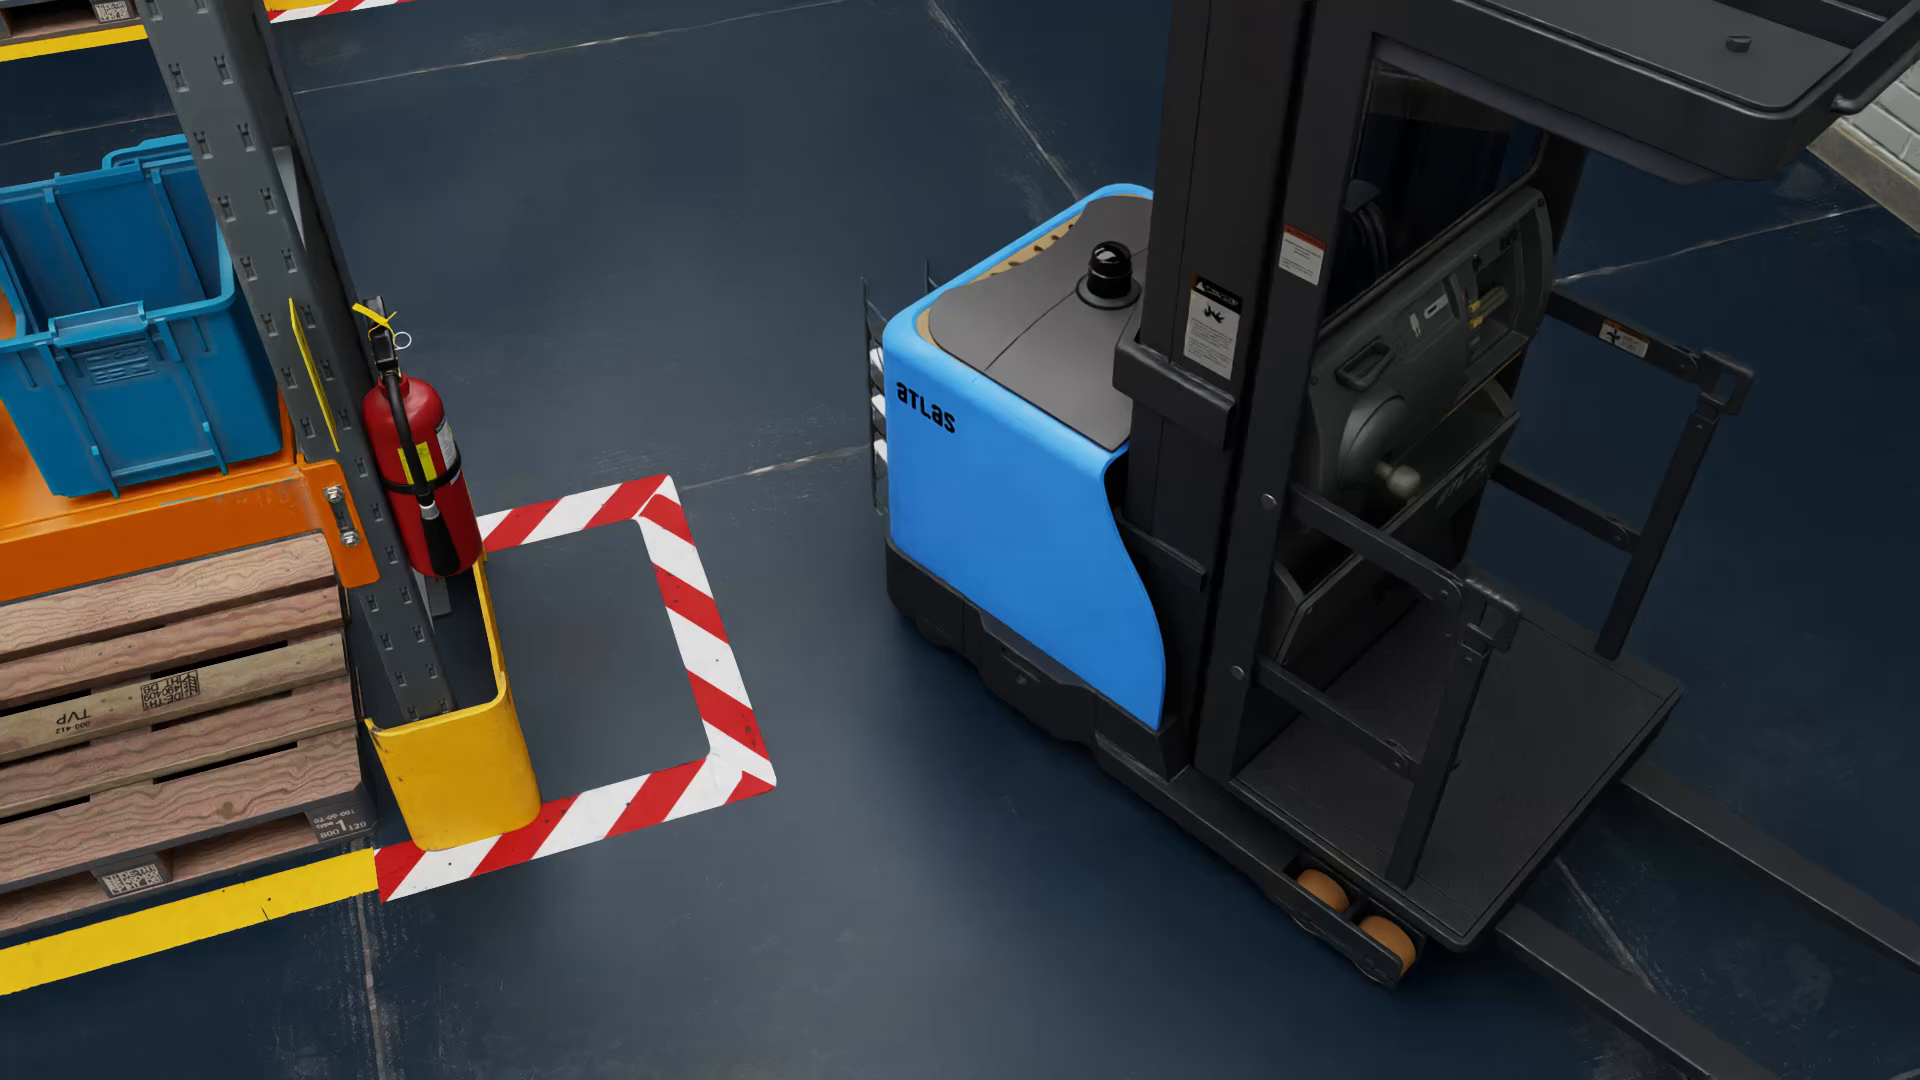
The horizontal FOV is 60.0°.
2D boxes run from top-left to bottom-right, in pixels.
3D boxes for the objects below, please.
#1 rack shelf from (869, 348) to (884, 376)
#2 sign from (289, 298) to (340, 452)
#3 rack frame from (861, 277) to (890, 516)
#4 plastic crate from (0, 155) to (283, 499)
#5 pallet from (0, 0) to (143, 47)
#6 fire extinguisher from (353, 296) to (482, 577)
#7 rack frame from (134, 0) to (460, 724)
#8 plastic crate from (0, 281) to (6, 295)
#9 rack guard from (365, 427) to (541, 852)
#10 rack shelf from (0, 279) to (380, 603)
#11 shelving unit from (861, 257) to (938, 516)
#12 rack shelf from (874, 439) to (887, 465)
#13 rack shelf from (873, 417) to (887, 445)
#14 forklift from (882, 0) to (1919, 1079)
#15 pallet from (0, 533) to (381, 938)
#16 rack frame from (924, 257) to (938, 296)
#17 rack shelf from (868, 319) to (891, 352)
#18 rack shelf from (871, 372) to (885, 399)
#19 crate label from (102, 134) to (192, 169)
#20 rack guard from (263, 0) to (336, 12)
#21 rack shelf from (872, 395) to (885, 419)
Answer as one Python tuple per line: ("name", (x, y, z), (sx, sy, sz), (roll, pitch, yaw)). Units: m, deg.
("rack shelf", (-0.132, -0.492, 4.898), (0.200, 0.077, 0.258), (-22, 49, -20))
("sign", (-1.297, -0.327, 3.343), (0.005, 0.325, 0.100), (-14, 47, -14))
("rack frame", (-0.220, -0.353, 4.967), (0.006, 0.900, 0.240), (-22, 49, -20))
("plastic crate", (-1.751, -0.461, 3.524), (0.499, 0.435, 0.616), (-14, 47, -14))
("pallet", (-3.998, -2.738, 7.830), (1.213, 0.211, 1.003), (-14, 47, -14))
("fire extinguisher", (-1.203, -0.207, 3.656), (0.183, 0.674, 0.296), (-14, 47, -14))
("rack frame", (-1.499, -0.632, 3.763), (0.127, 3.000, 1.000), (-14, 47, -14))
("plastic crate", (-2.173, -0.698, 3.972), (0.298, 0.136, 0.250), (-14, 47, -14))
("rack guard", (-1.481, 0.236, 4.662), (0.348, 0.500, 1.175), (-14, 47, -14))
("rack shelf", (-3.380, 0.103, 3.538), (4.000, 0.370, 1.077), (-14, 47, -14))
("shelving unit", (-0.132, -0.388, 5.002), (0.210, 0.900, 0.258), (-22, 49, -20))
("rack shelf", (-0.132, -0.238, 5.153), (0.200, 0.077, 0.258), (-22, 49, -20))
("rack shelf", (-0.132, -0.301, 5.089), (0.200, 0.077, 0.258), (-22, 49, -20))
("forklift", (1.190, -0.356, 3.535), (3.031, 2.935, 1.130), (34, 54, 29))
("pallet", (-2.288, 0.524, 4.578), (1.213, 0.211, 1.003), (-14, 47, -14))
("rack frame", (-0.043, -0.424, 5.037), (0.006, 0.900, 0.240), (-22, 49, -20))
("rack shelf", (-0.132, -0.556, 4.834), (0.200, 0.077, 0.258), (-22, 49, -20))
("rack shelf", (-0.132, -0.428, 4.962), (0.200, 0.077, 0.258), (-22, 49, -20))
("crate label", (-1.843, -0.754, 3.960), (0.303, 0.233, 0.416), (-14, 47, -14))
("rack guard", (-3.249, -3.033, 7.920), (0.348, 0.500, 1.175), (-14, 47, -14))
("rack shelf", (-0.132, -0.365, 5.025), (0.200, 0.077, 0.258), (-22, 49, -20))
